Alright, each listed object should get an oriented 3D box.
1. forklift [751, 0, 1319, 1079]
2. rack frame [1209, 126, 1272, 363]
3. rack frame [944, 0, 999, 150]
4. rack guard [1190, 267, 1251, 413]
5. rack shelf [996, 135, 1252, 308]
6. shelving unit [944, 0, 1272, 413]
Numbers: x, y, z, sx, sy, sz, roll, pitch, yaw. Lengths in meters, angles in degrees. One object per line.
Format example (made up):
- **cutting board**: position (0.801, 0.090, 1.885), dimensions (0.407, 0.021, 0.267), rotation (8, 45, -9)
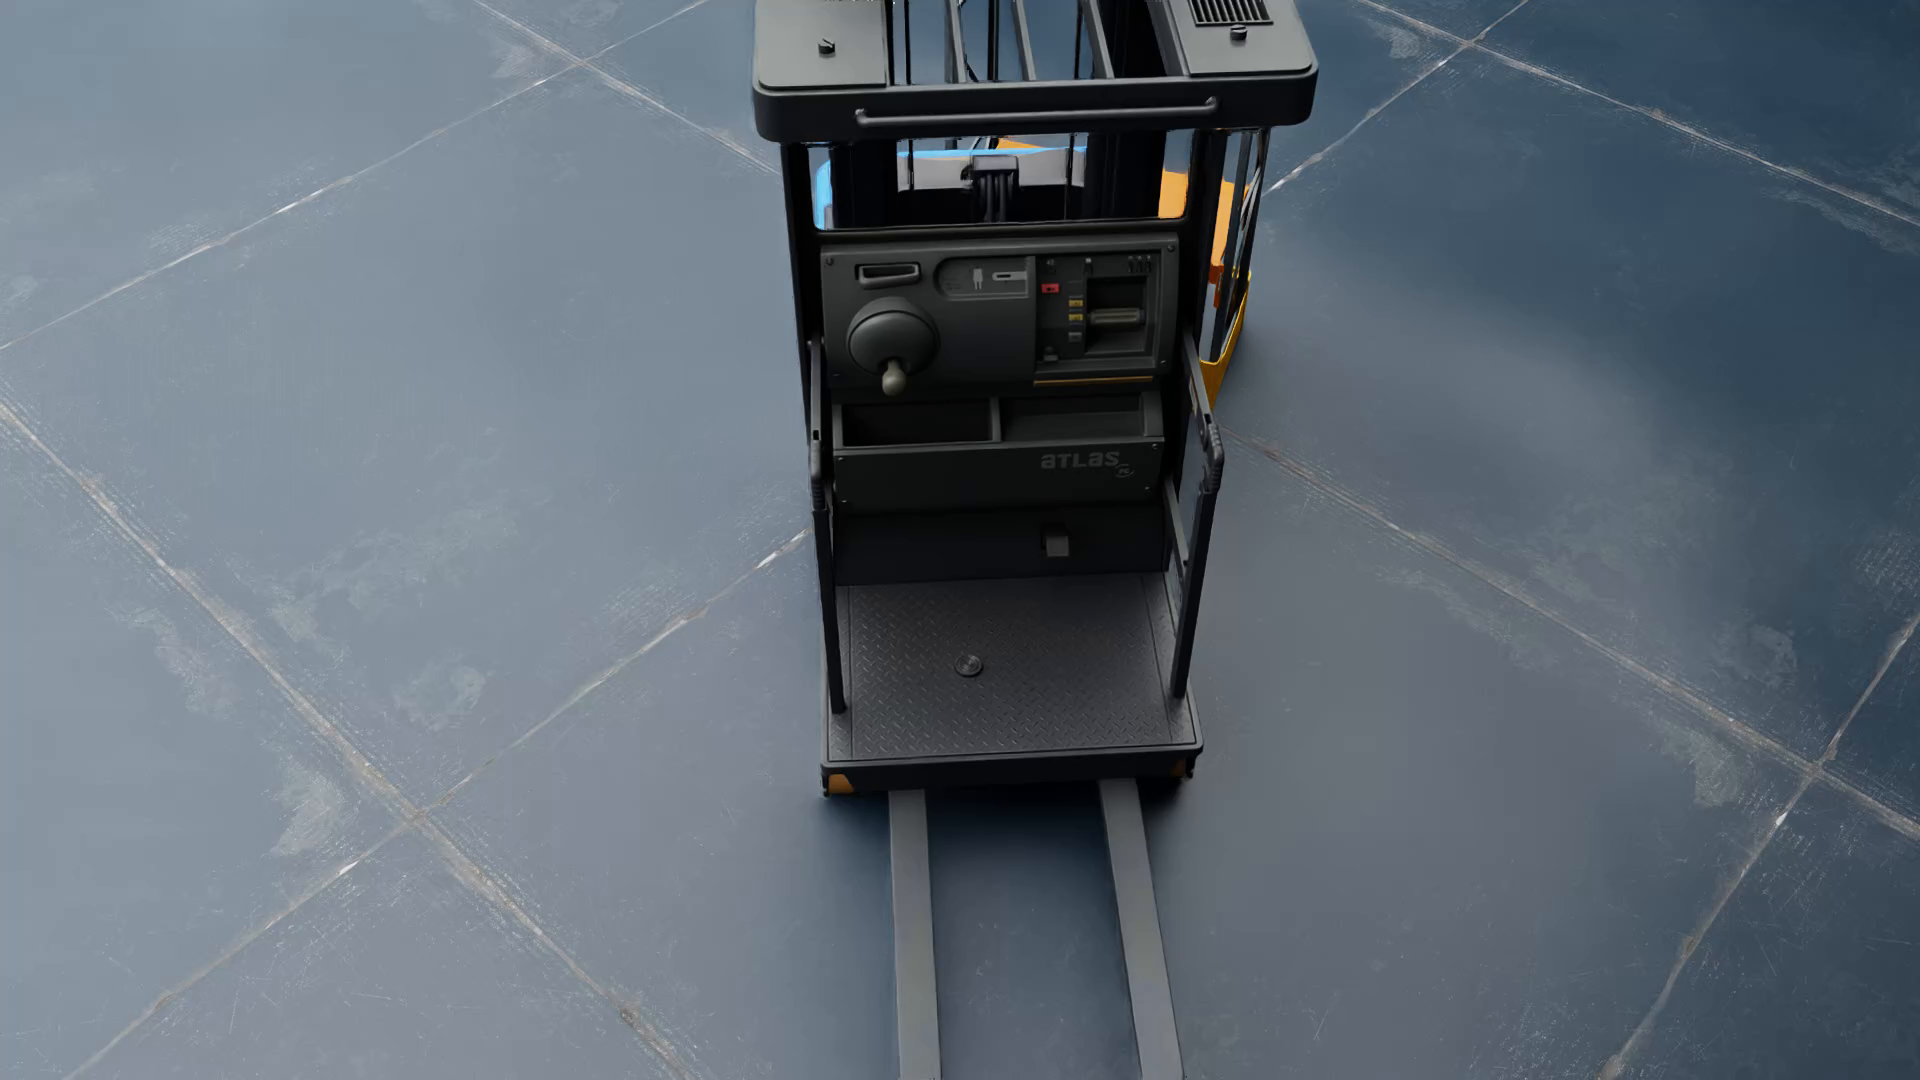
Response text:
- **forklift**: position (0.122, -0.491, 4.200), dimensions (1.130, 2.935, 3.031), rotation (-3, 47, -2)
- **rack frame**: position (1.003, -1.180, 5.829), dimensions (0.032, 1.500, 0.500), rotation (14, 48, 13)
- **rack frame**: position (0.043, -1.424, 6.058), dimensions (0.032, 1.500, 0.500), rotation (14, 48, 13)
- **rack guard**: position (0.985, -0.757, 6.289), dimensions (0.087, 0.250, 0.587), rotation (14, 48, 13)
- **rack shelf**: position (0.523, -1.179, 6.075), dimensions (1.000, 0.185, 0.538), rotation (14, 48, 13)
- **shelving unit**: position (0.515, -1.304, 5.945), dimensions (1.083, 1.500, 0.587), rotation (14, 48, 13)
